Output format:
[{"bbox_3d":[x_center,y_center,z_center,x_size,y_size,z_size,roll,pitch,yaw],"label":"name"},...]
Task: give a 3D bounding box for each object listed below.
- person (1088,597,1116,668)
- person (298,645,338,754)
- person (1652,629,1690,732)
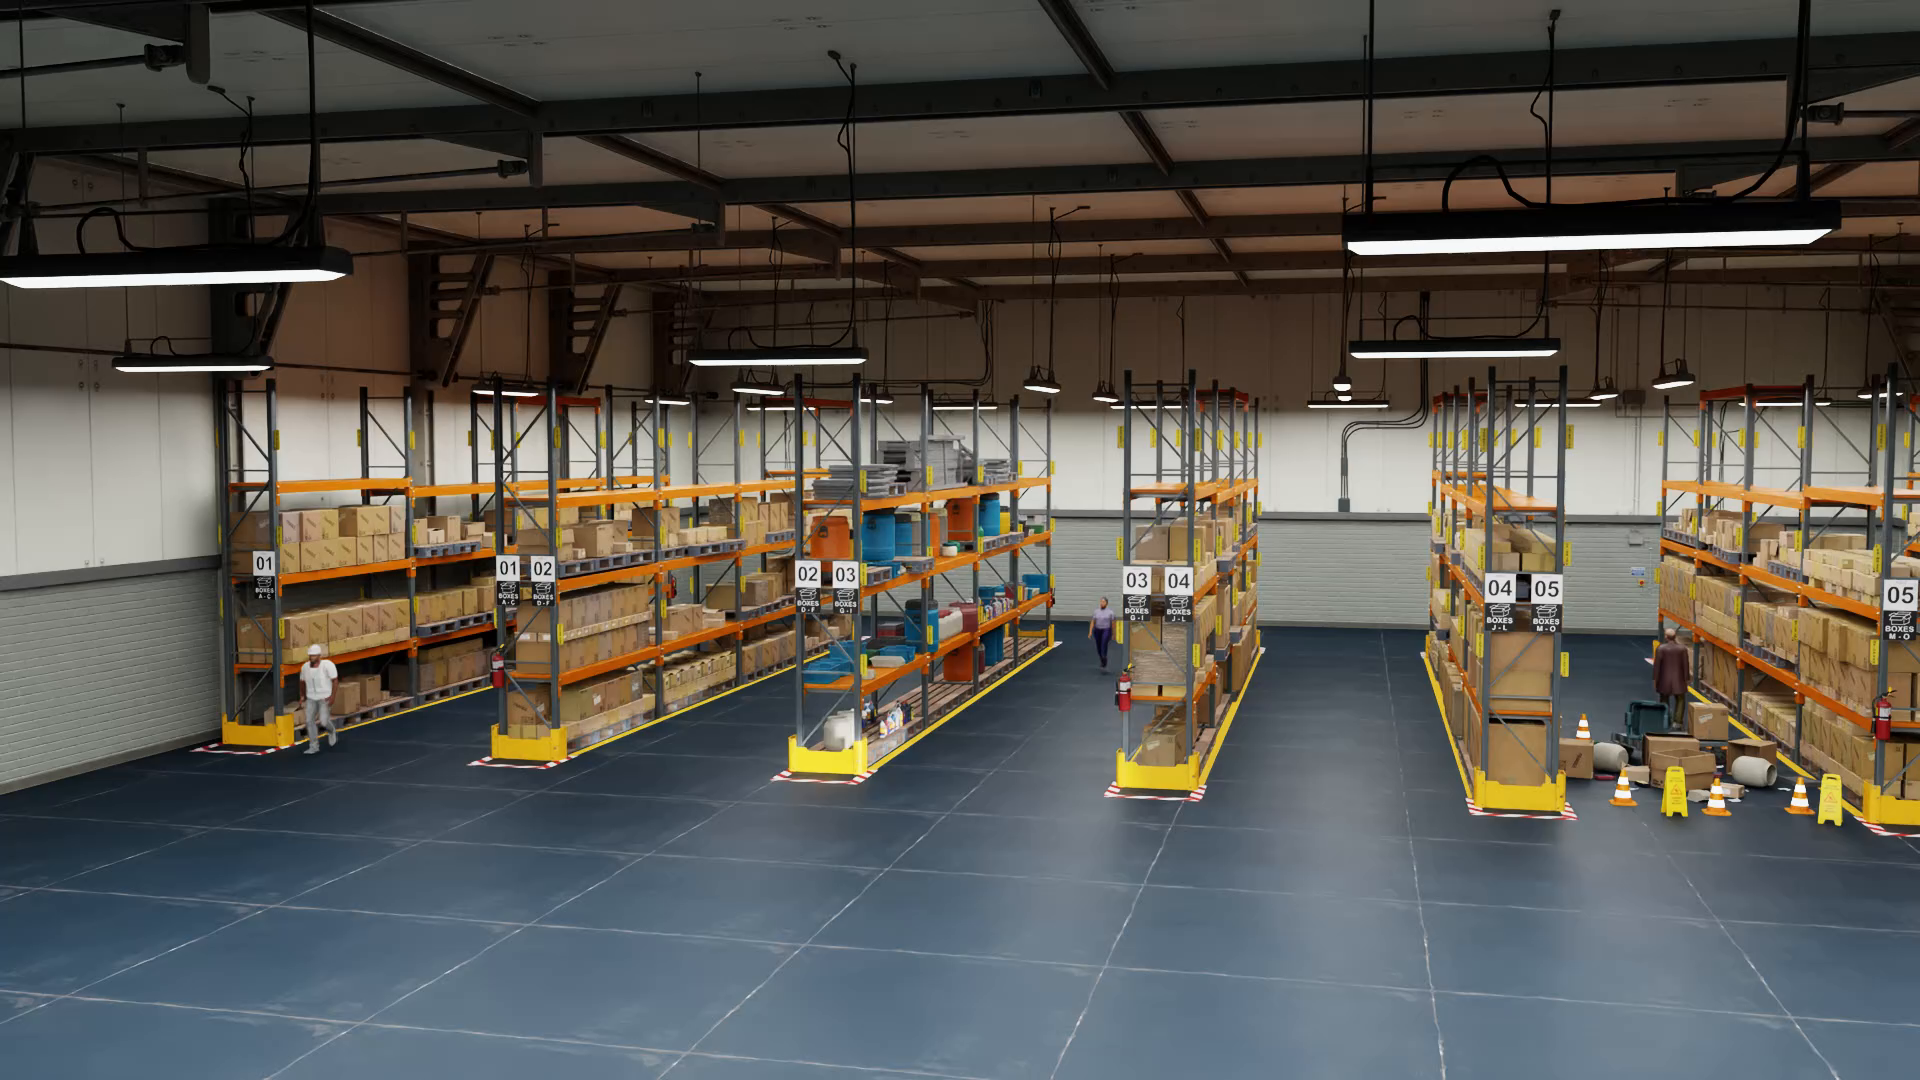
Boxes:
[{"bbox_3d":[3.069,2.019,35.960,0.531,1.566,1.008,1,4,18],"label":"person"},{"bbox_3d":[-10.295,2.534,26.744,0.658,1.745,0.655,0,3,6],"label":"person"},{"bbox_3d":[12.198,2.407,28.531,0.614,1.775,0.610,1,4,14],"label":"person"}]
